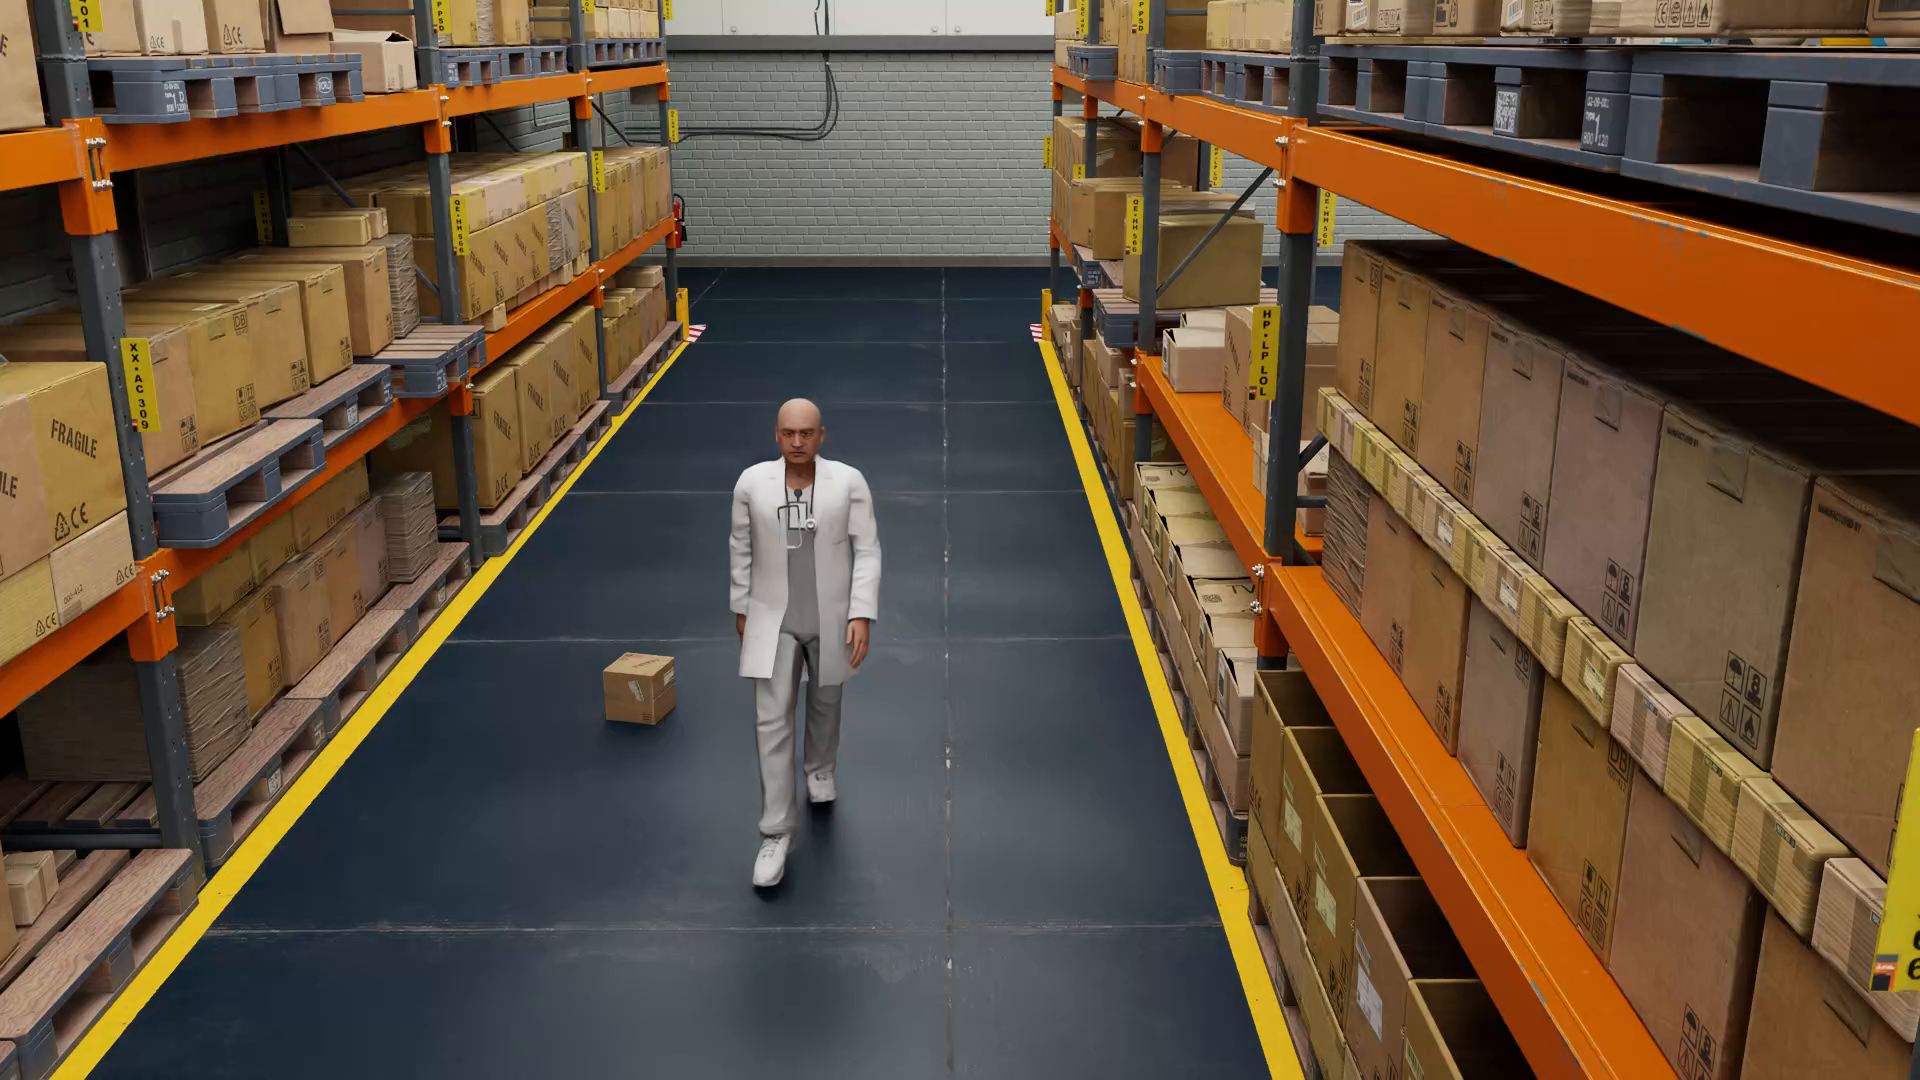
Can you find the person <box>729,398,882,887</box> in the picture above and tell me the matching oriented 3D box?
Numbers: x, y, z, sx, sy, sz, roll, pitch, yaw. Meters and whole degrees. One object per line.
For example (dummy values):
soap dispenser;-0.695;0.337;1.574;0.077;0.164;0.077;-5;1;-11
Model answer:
person;-0.599;0.324;6.430;0.602;1.732;1.052;-1;17;-5
